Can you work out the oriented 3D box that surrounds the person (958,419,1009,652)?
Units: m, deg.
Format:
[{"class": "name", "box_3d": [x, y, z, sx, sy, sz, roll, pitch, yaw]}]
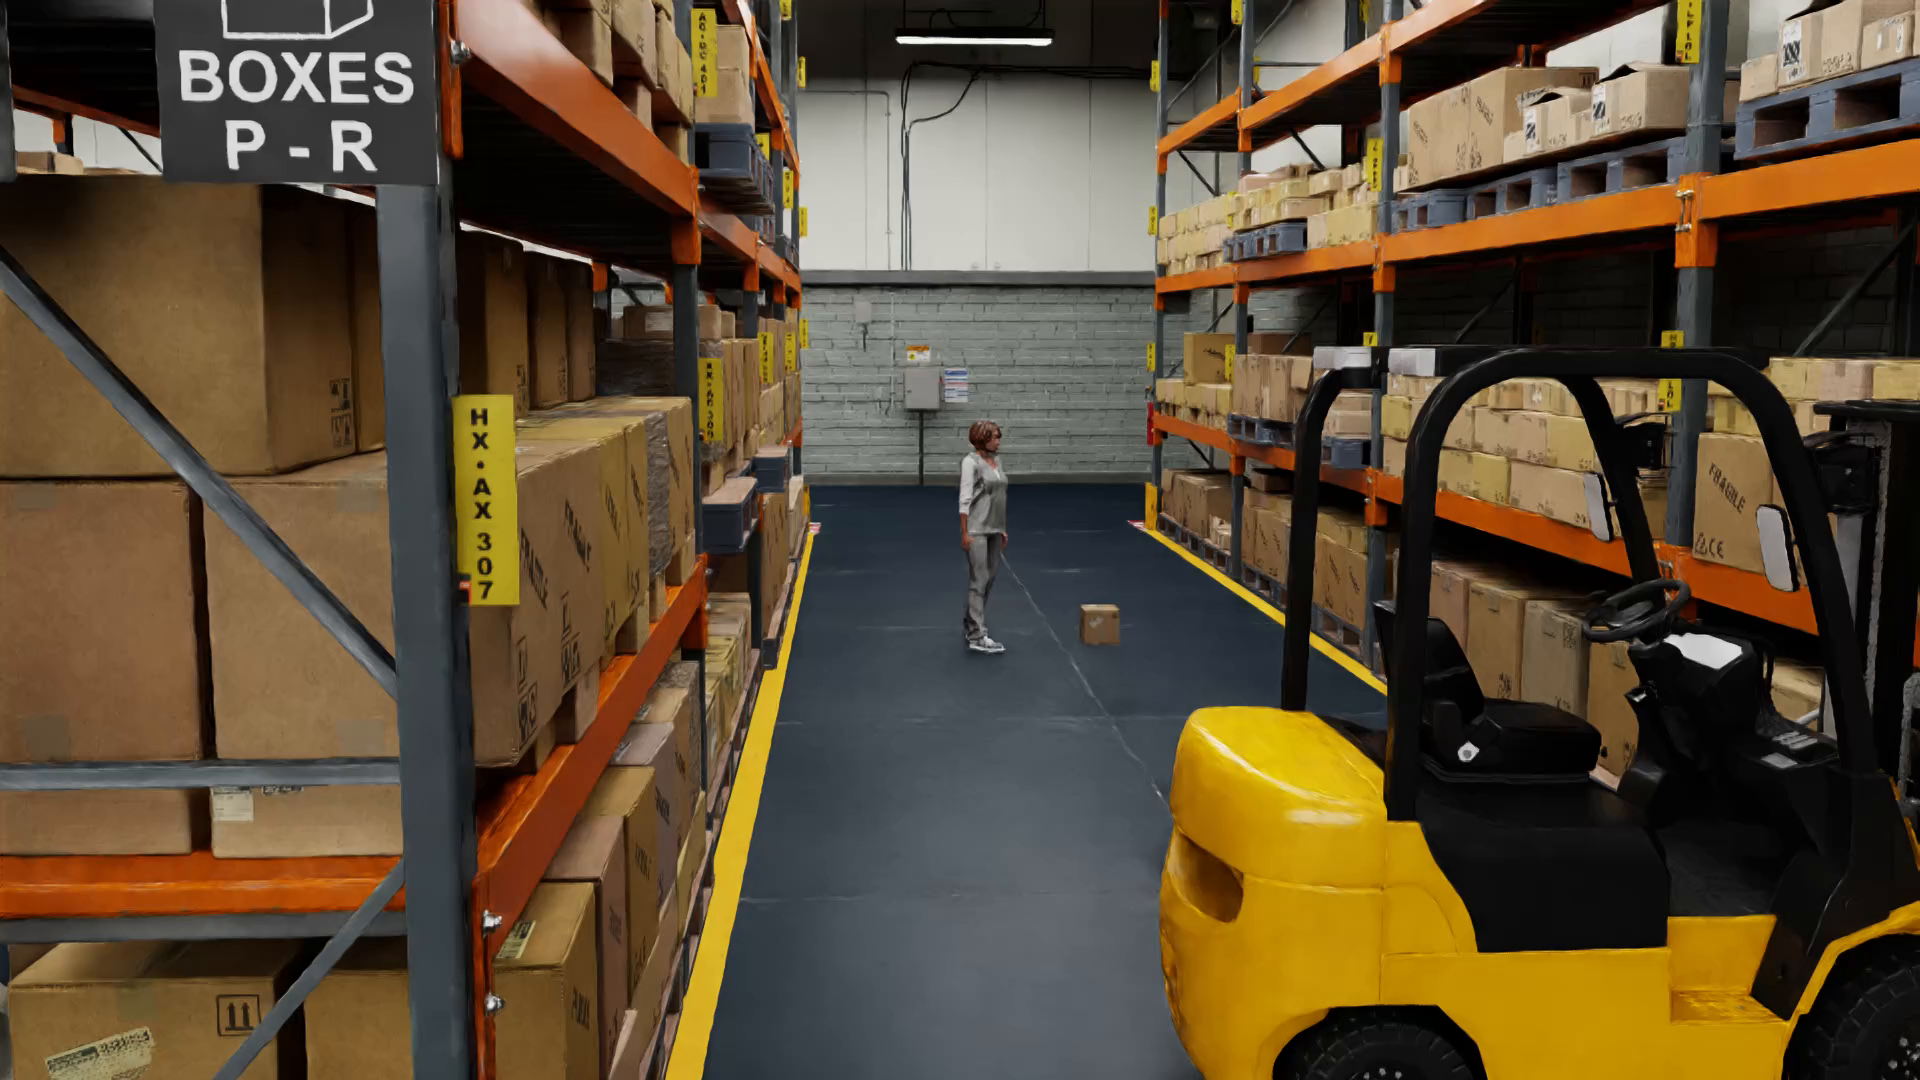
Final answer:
[{"class": "person", "box_3d": [0.182, -0.039, 11.635, 0.500, 1.607, 0.430, 5, 9, 35]}]
